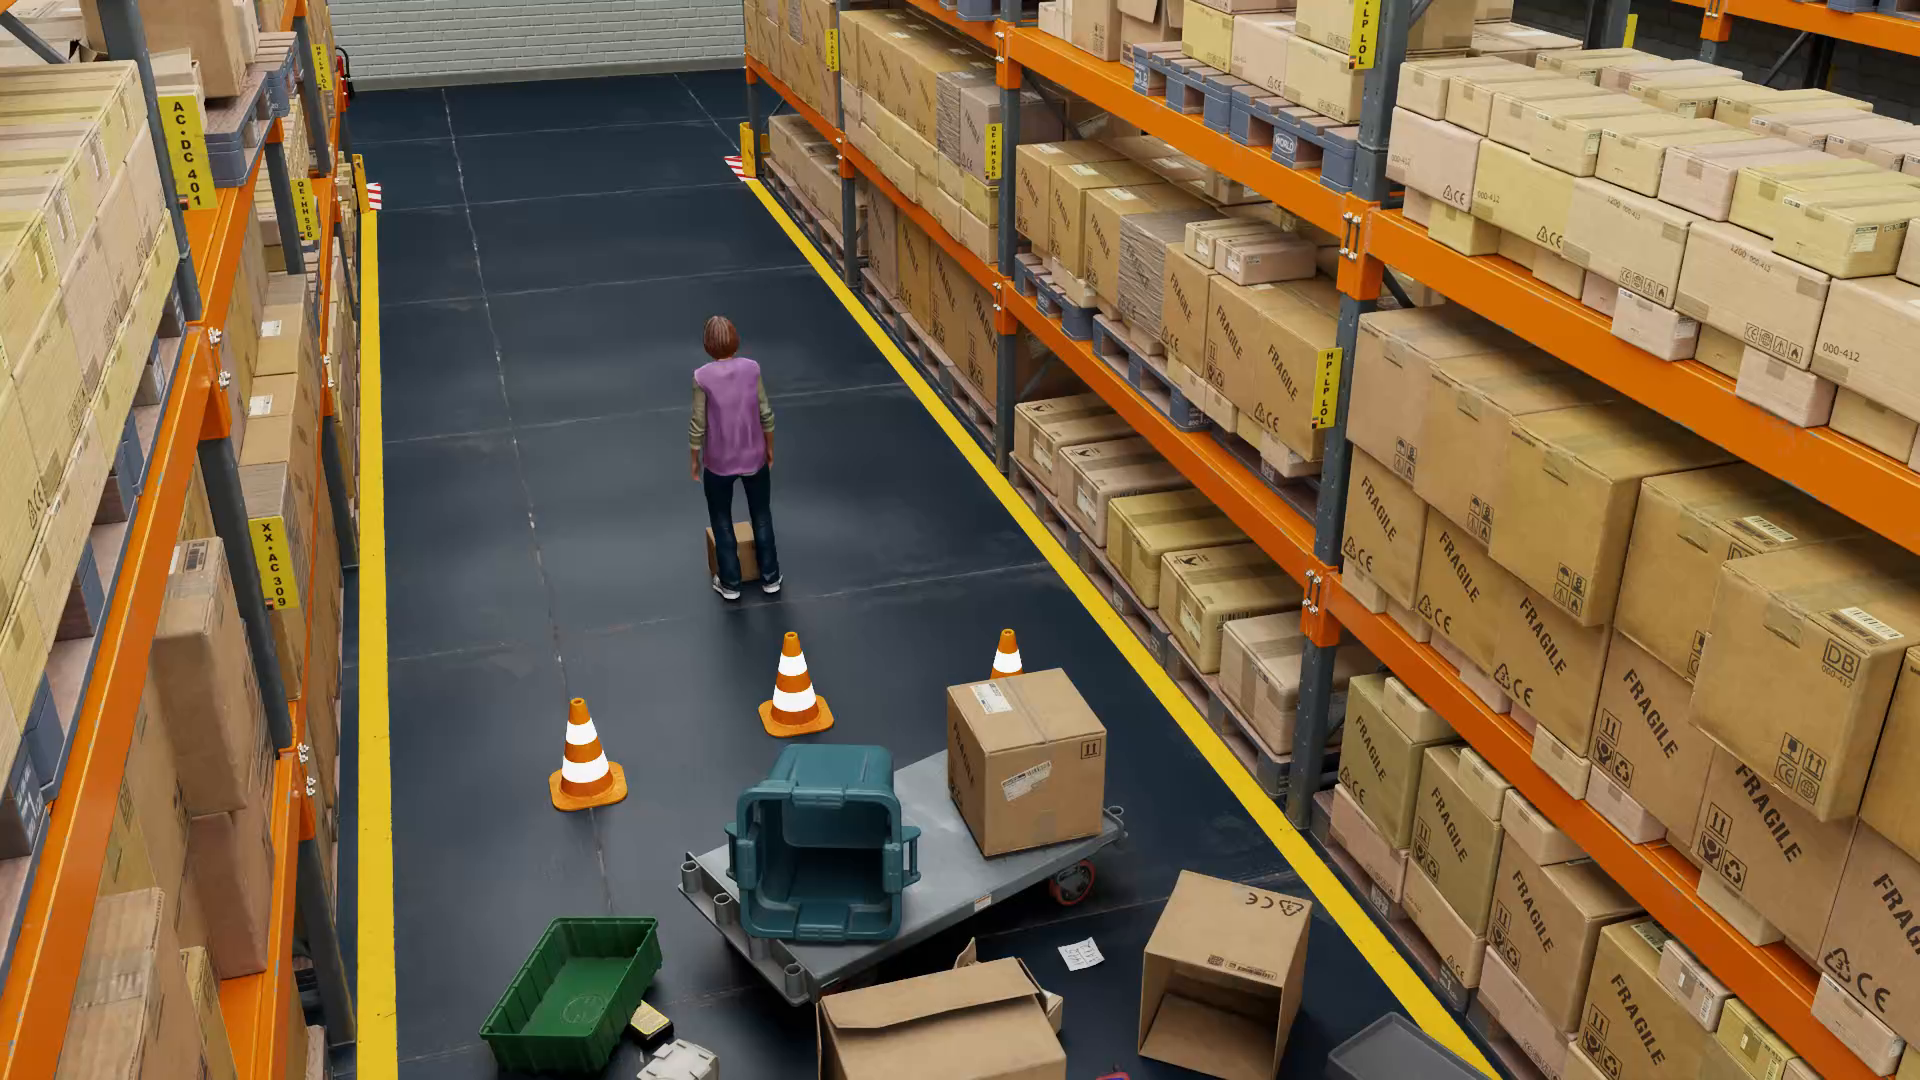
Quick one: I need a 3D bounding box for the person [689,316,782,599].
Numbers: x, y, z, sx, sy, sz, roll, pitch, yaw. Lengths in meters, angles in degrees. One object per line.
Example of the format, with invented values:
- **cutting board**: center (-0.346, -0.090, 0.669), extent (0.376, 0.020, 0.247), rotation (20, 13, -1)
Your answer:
- **person**: center (-1.214, -0.426, 8.973), extent (0.483, 1.594, 0.340), rotation (-10, 28, -18)
